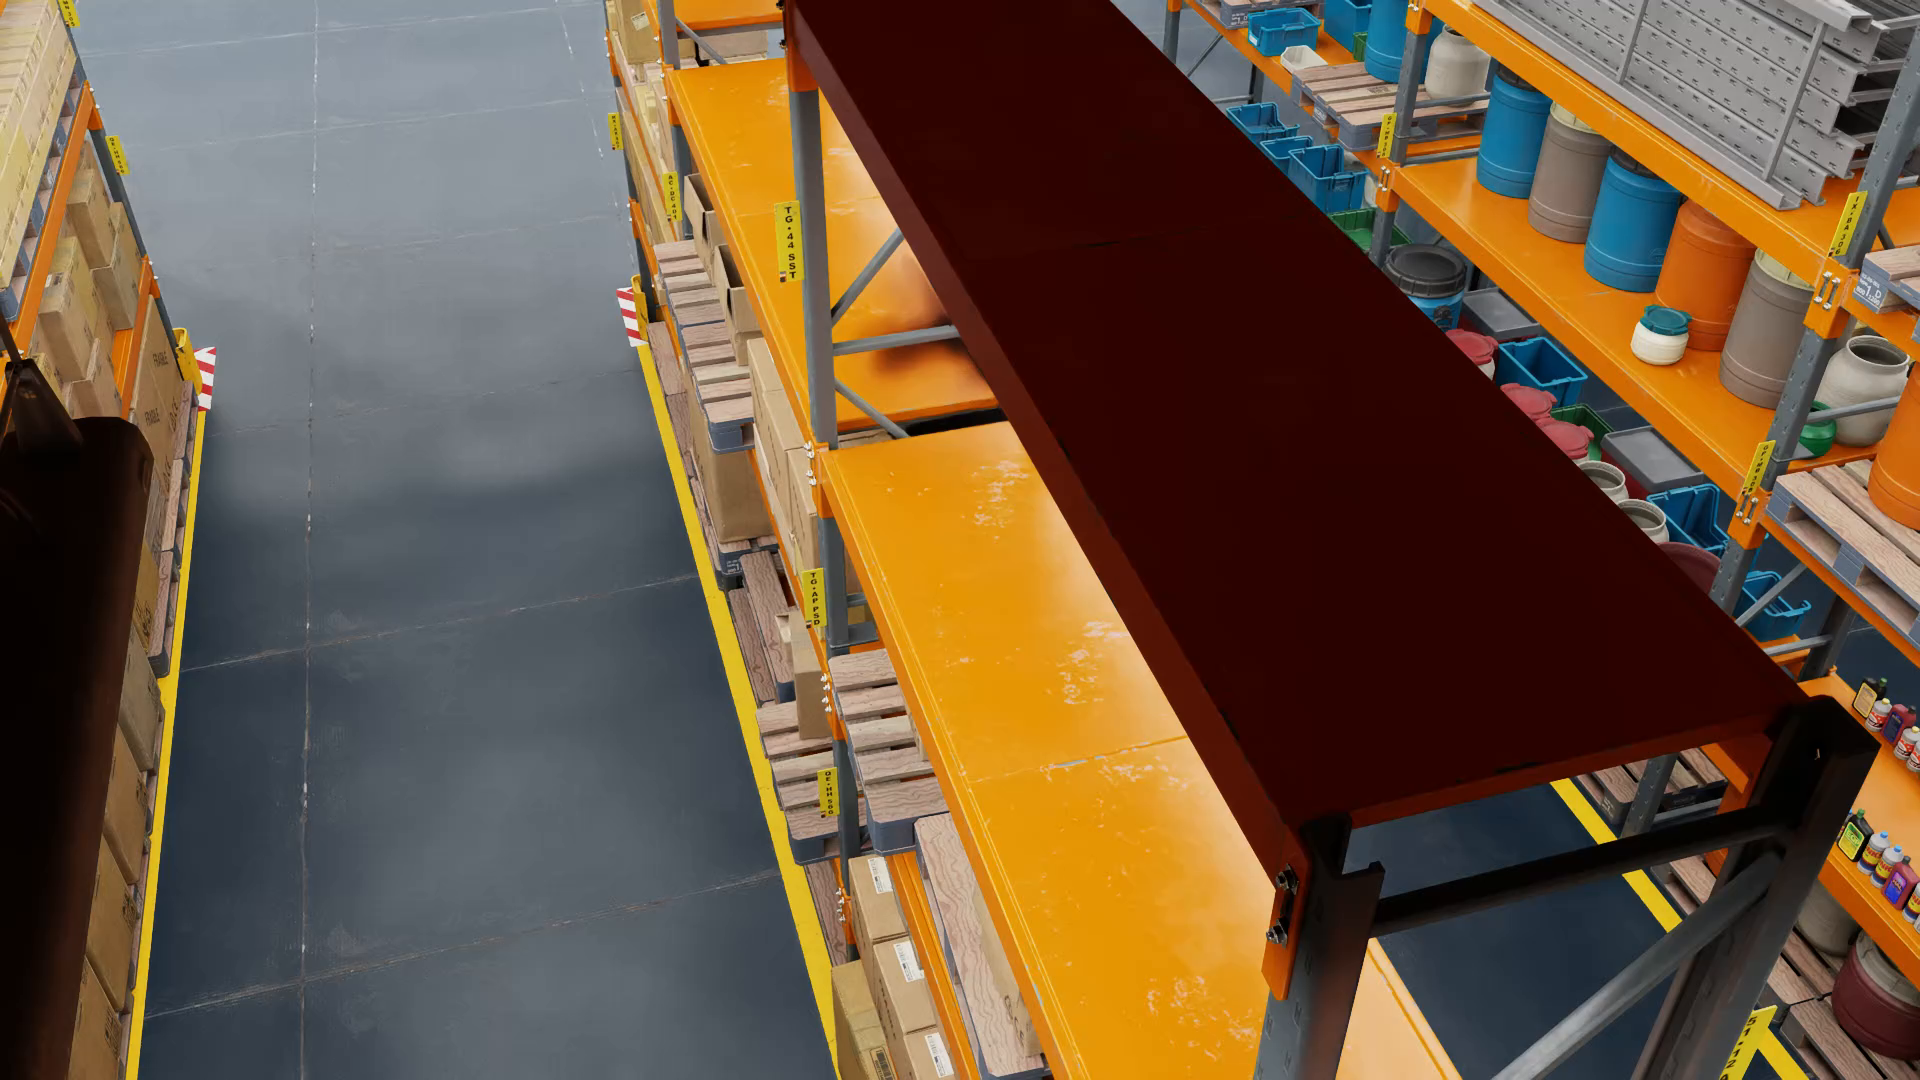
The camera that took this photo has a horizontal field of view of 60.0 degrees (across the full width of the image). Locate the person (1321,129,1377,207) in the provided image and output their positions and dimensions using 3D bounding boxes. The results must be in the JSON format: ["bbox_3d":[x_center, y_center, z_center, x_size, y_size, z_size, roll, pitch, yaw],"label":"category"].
[{"bbox_3d":[3.798,-3.825,16.324,0.696,1.676,0.859,-21,43,-25],"label":"person"}]
